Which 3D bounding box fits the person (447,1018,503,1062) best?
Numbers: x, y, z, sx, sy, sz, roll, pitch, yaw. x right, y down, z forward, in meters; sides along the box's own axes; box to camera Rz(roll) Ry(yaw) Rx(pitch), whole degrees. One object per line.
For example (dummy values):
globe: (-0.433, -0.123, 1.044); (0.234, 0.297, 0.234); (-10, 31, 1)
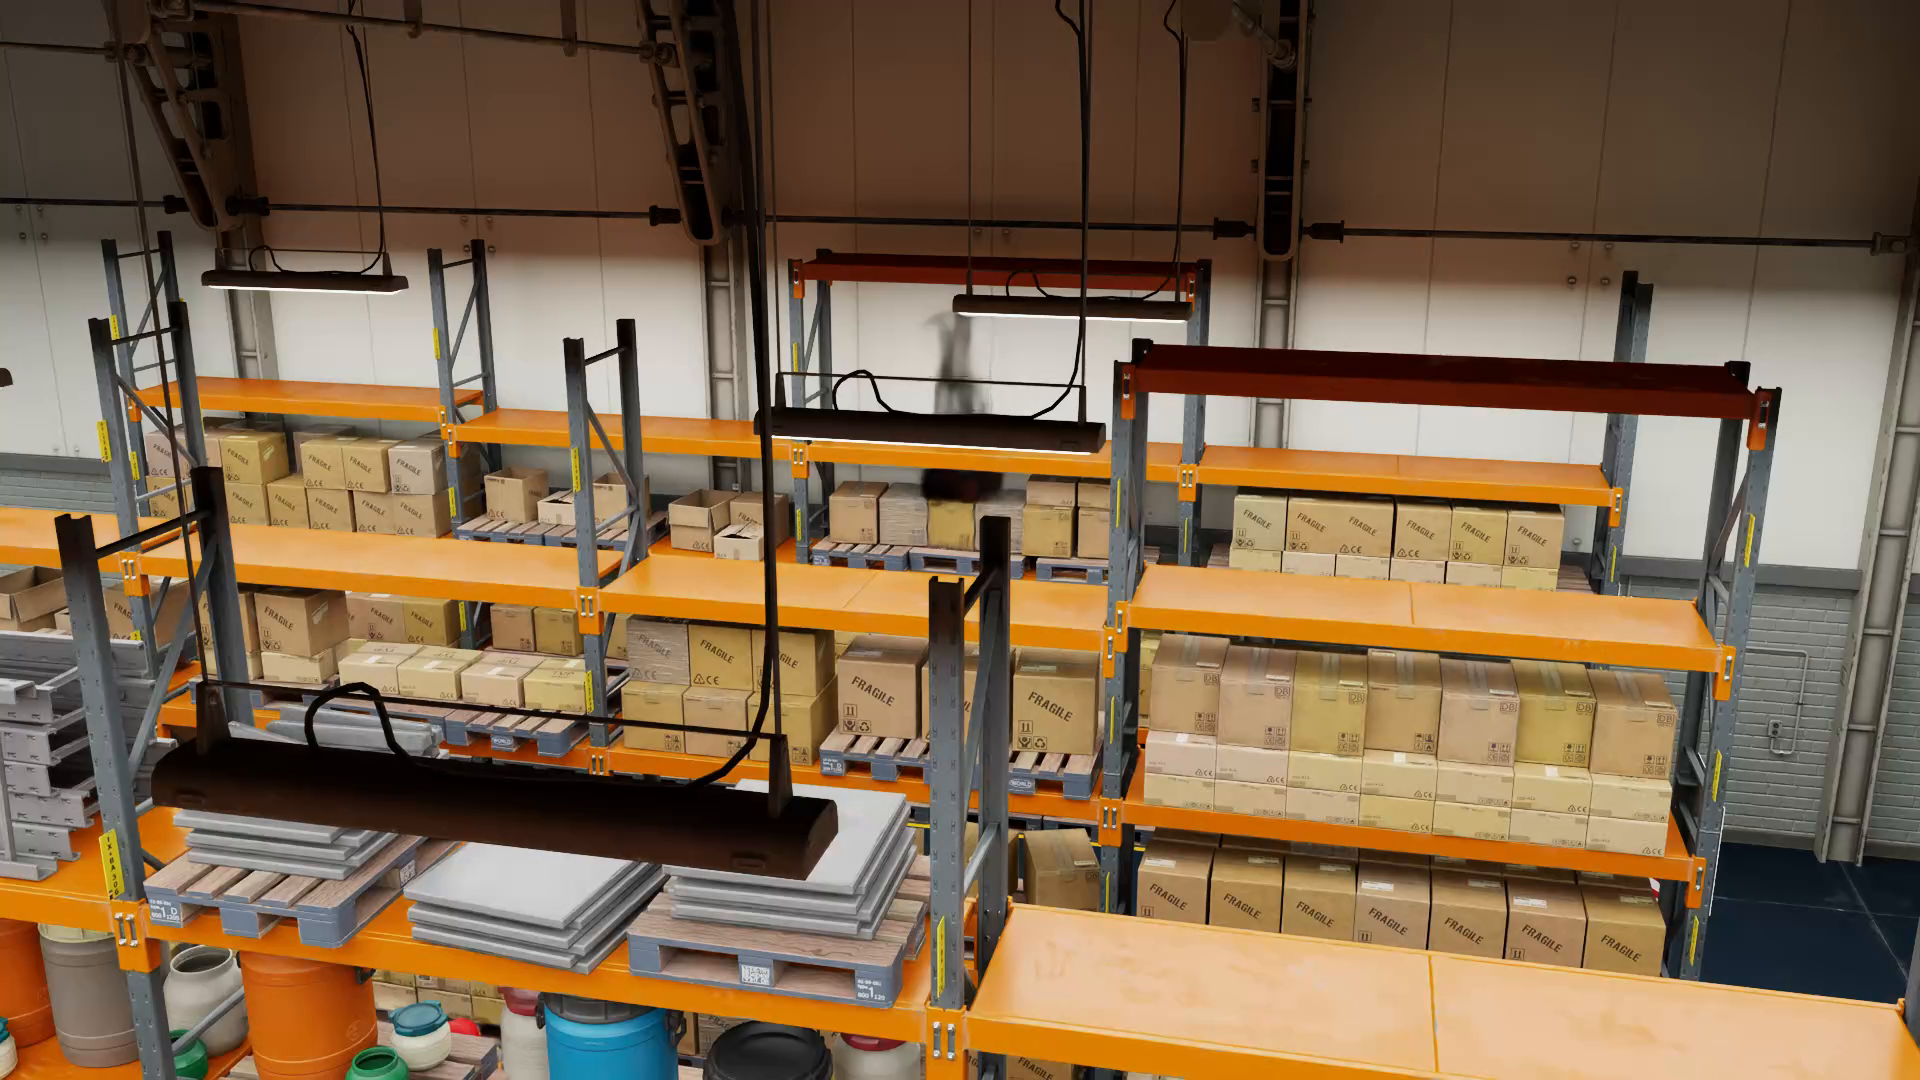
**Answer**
person: (-3.302, 4.053, 11.340); (0.873, 1.766, 0.660); (3, 17, 10)
